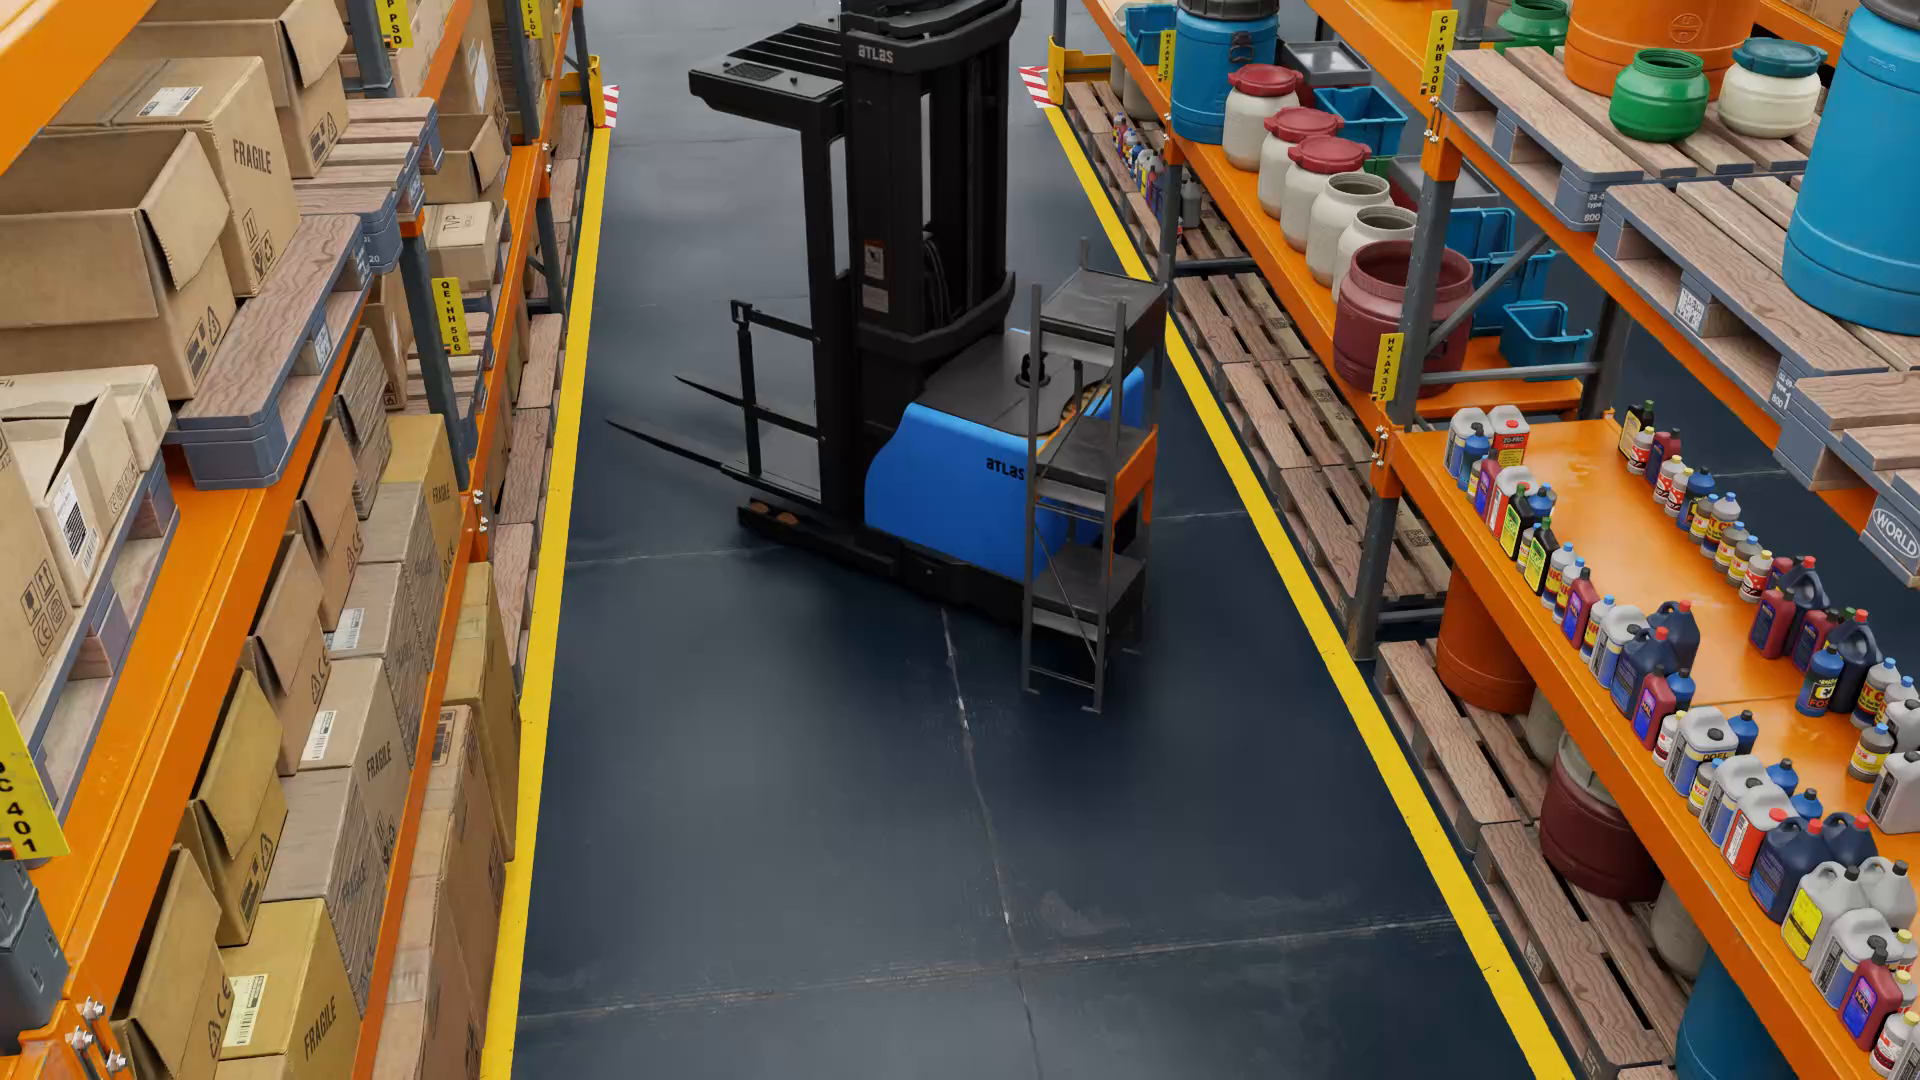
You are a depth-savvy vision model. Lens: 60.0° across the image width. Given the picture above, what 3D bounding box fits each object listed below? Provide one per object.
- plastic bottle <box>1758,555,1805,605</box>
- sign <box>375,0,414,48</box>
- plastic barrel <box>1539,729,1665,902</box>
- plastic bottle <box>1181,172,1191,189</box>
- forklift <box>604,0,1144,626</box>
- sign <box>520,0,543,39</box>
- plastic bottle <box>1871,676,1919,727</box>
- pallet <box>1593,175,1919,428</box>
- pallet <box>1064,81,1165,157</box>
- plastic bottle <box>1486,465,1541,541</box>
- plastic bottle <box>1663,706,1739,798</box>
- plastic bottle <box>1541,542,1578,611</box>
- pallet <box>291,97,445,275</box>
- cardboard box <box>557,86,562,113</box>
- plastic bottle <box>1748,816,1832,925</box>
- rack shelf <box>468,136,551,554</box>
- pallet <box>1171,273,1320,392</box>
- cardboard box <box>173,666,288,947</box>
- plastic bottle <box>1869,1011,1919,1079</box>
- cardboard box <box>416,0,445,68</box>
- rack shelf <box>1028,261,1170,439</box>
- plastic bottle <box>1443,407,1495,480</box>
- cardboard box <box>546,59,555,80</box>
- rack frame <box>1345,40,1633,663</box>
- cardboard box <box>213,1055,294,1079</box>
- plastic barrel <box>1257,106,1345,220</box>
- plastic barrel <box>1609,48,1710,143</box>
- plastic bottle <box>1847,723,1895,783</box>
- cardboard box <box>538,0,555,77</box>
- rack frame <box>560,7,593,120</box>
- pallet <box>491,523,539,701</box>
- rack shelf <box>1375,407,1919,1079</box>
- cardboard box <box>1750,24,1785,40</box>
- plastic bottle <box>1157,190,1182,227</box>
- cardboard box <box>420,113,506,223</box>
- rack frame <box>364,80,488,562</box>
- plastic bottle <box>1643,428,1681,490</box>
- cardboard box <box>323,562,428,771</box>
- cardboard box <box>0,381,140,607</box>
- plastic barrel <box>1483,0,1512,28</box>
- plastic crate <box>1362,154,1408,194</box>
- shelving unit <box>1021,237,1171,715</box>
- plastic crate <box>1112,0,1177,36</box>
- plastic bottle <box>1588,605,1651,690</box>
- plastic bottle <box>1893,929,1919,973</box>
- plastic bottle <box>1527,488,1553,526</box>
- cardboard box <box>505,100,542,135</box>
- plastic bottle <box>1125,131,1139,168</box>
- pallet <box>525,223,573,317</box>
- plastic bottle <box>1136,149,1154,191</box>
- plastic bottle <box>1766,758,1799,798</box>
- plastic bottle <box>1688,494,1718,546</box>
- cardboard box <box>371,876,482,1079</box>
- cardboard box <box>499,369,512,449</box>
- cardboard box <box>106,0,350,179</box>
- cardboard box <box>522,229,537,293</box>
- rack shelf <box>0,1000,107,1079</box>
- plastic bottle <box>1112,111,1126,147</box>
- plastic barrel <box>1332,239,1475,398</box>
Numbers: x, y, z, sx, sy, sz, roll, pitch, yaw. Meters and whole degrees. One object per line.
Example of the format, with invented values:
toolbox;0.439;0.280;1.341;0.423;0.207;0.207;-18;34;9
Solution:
plastic bottle;3.014;0.160;6.084;0.061;0.283;0.133;-4;35;-6
sign;-1.973;-1.868;5.763;0.100;0.325;0.005;-4;35;-6
plastic barrel;2.618;1.005;6.509;0.600;0.588;0.708;-4;35;-6
plastic bottle;1.591;-2.478;11.879;0.152;0.276;0.135;-4;35;-6
forklift;-0.585;-1.416;8.354;3.031;2.935;1.130;20;39;27
sign;-2.513;-3.099;9.735;0.100;0.325;0.005;-4;35;-6
plastic bottle;3.093;0.565;5.500;0.097;0.271;0.097;0;34;0
pallet;2.564;-0.712;4.764;1.003;0.211;1.213;-4;35;-6
pallet;1.468;-3.539;13.884;1.003;0.211;1.213;-4;35;-6
plastic bottle;2.184;-0.144;6.537;0.152;0.276;0.135;-4;35;-6
plastic bottle;2.382;0.678;5.330;0.152;0.276;0.135;-4;35;-6
plastic bottle;2.221;0.128;6.142;0.097;0.271;0.097;0;34;0
pallet;-2.385;-1.151;5.408;1.213;0.211;1.003;-3;34;-4
cardboard box;-3.533;-3.600;13.344;0.500;0.500;0.500;2;34;2
plastic bottle;2.449;0.941;4.877;0.144;0.351;0.185;-4;35;-6
rack shelf;-2.793;-1.163;8.561;1.077;0.370;4.000;-4;35;-6
pallet;1.990;-1.364;10.693;1.003;0.211;1.213;-4;35;-6
cardboard box;-2.161;0.692;4.220;0.797;0.503;0.637;-4;34;-6
plastic bottle;2.506;1.336;4.431;0.097;0.201;0.097;0;34;0
cardboard box;-2.404;-2.090;6.752;0.500;0.250;0.500;-4;34;-5
rack shelf;0.582;-0.804;6.975;0.431;0.518;0.480;16;37;22
plastic bottle;2.122;-0.403;6.916;0.152;0.276;0.135;-4;35;-6
cardboard box;-2.911;-3.175;11.097;0.380;0.149;0.250;-4;35;-6
rack frame;2.384;-0.720;7.271;1.000;3.000;0.127;-4;35;-6
cardboard box;-1.801;1.571;3.822;0.500;0.500;0.500;-4;35;-6
plastic barrel;1.856;-2.048;9.100;0.433;0.535;0.433;0;34;0
plastic barrel;2.298;-1.460;5.459;0.294;0.245;0.294;0;34;0
plastic bottle;2.960;0.681;5.392;0.097;0.201;0.097;0;34;0
cardboard box;-3.094;-3.278;10.673;0.875;0.500;0.500;-4;35;-6
rack frame;-3.600;-4.809;13.272;1.000;3.000;0.127;-4;35;-6
pallet;-2.628;0.371;8.146;1.003;0.211;1.213;-4;35;-6
rack shelf;2.653;0.694;5.836;1.077;0.370;4.000;-4;35;-6
cardboard box;6.267;-3.751;13.122;0.500;0.500;0.500;-4;35;-6
plastic bottle;1.473;-2.377;11.664;0.144;0.351;0.185;-5;35;-8
cardboard box;-2.738;-1.833;8.440;0.797;0.503;0.637;-1;34;-1
rack frame;-2.524;-0.345;6.721;1.000;3.000;0.127;-4;35;-6
plastic bottle;2.892;-0.349;6.831;0.061;0.283;0.133;-4;35;-6
cardboard box;-2.078;0.439;5.482;0.500;0.500;0.500;-5;35;-8
cardboard box;-2.045;-0.108;3.416;0.500;0.311;0.500;-6;35;-8
plastic barrel;2.488;-2.641;6.982;0.600;0.901;0.600;0;34;0
plastic crate;2.360;-1.914;9.212;0.450;0.188;0.662;-4;35;-6
shelving unit;0.581;-0.237;7.361;0.431;2.100;0.503;16;37;22
plastic crate;1.376;-3.730;11.922;0.530;0.136;0.437;-4;35;-6
plastic bottle;2.308;0.371;5.780;0.152;0.276;0.135;-4;35;-6
plastic bottle;2.620;1.175;4.667;0.097;0.201;0.097;0;34;0
plastic bottle;2.232;-0.080;6.447;0.097;0.271;0.097;0;34;0
cardboard box;-2.793;-2.616;10.276;0.380;0.149;0.250;-4;35;-6
plastic bottle;1.302;-2.956;12.585;0.097;0.271;0.097;0;34;0
pallet;-3.188;-1.797;11.327;1.003;0.211;1.213;-4;35;-6
plastic bottle;1.386;-2.724;12.240;0.152;0.276;0.135;-4;34;-6
plastic bottle;2.534;0.790;5.170;0.097;0.271;0.097;0;34;0
plastic bottle;2.929;-0.087;6.519;0.097;0.201;0.097;0;34;0
cardboard box;-2.213;1.738;5.179;1.225;0.875;0.875;-6;35;-8
cardboard box;-2.880;-0.802;9.220;0.700;0.500;0.500;-7;35;-10
cardboard box;-2.371;-1.465;5.237;0.797;0.503;0.637;-2;34;-4
cardboard box;-3.076;-1.944;10.914;0.500;0.500;0.500;-5;35;-8
rack shelf;-1.717;2.061;1.166;1.077;0.370;4.000;-4;35;-6
plastic bottle;1.243;-3.203;12.947;0.097;0.271;0.097;0;34;0
plastic barrel;2.021;-1.012;7.579;0.600;0.536;0.708;-4;35;-6
